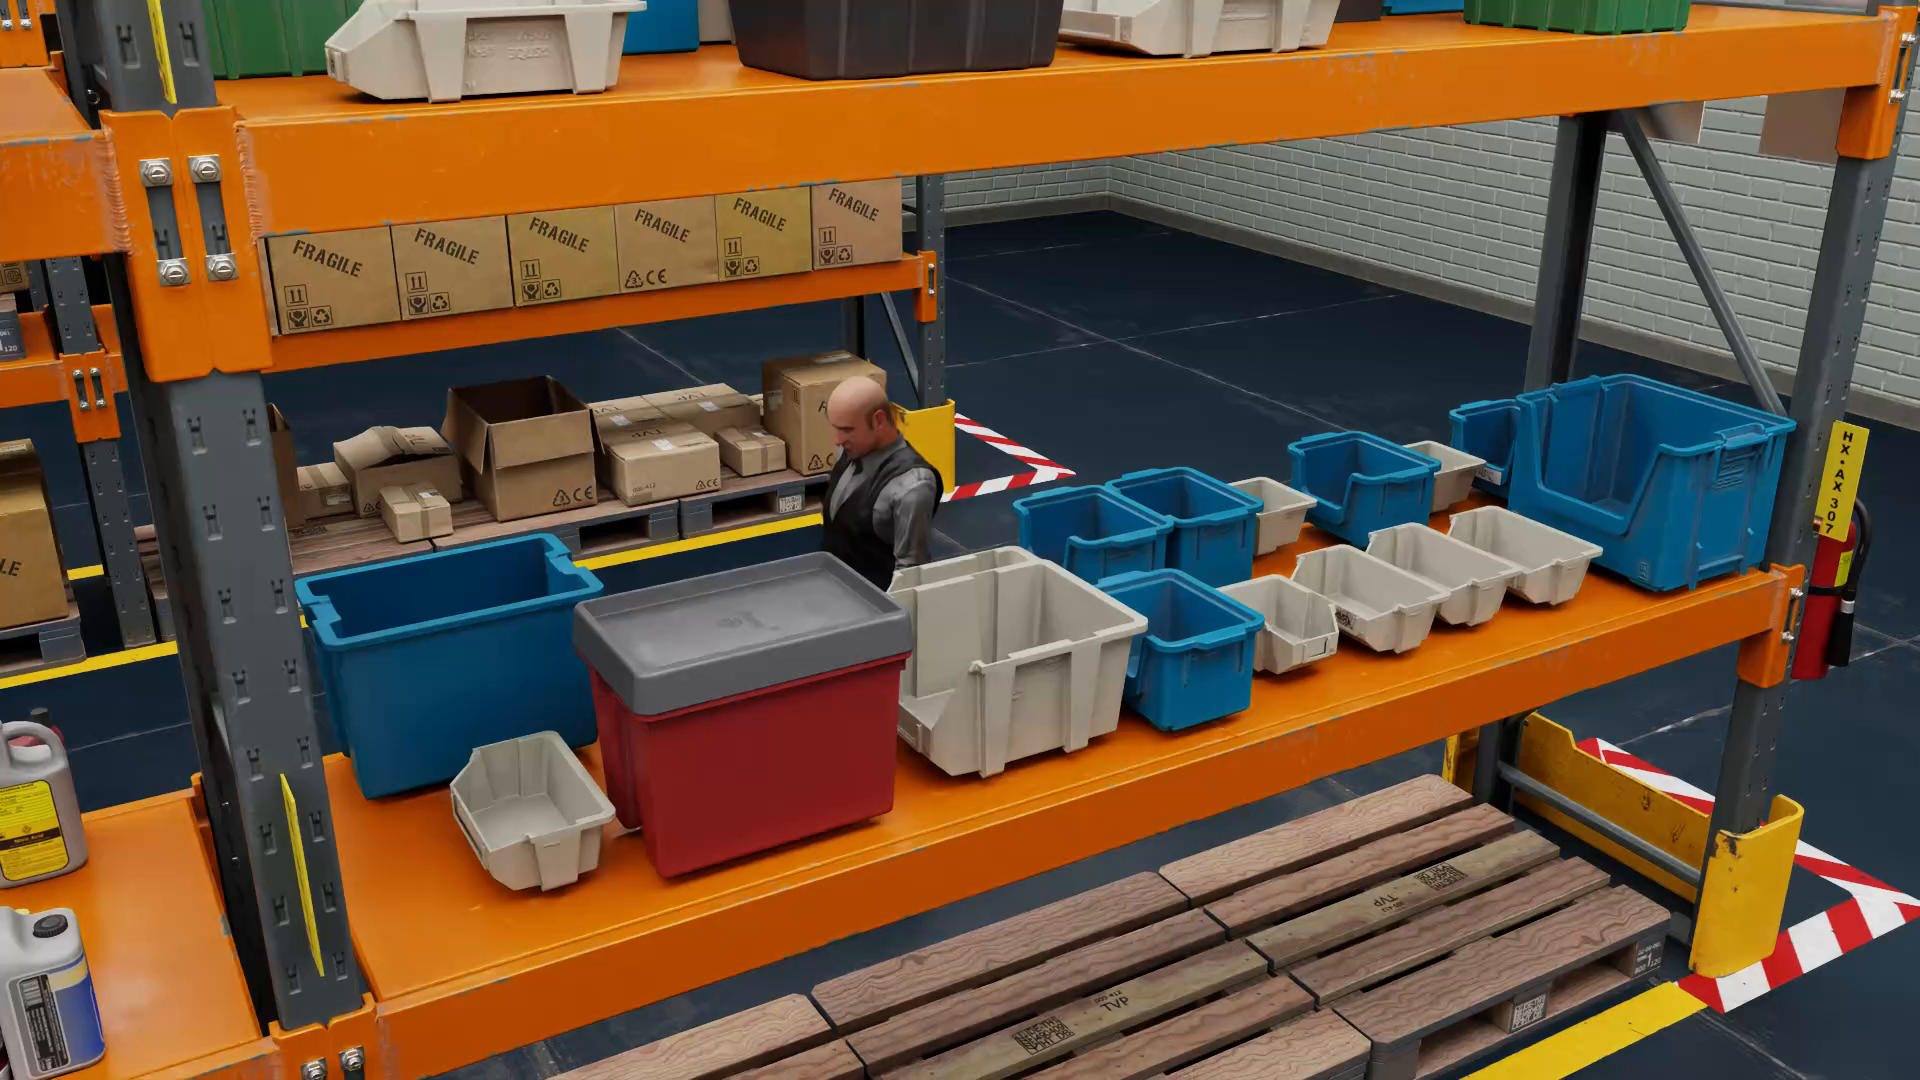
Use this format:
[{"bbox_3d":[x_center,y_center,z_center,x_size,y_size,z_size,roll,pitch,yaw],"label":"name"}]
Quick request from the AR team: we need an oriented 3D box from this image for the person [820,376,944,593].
[{"bbox_3d":[-0.266,0.283,5.447,0.372,1.704,0.543,-12,24,-27],"label":"person"}]
